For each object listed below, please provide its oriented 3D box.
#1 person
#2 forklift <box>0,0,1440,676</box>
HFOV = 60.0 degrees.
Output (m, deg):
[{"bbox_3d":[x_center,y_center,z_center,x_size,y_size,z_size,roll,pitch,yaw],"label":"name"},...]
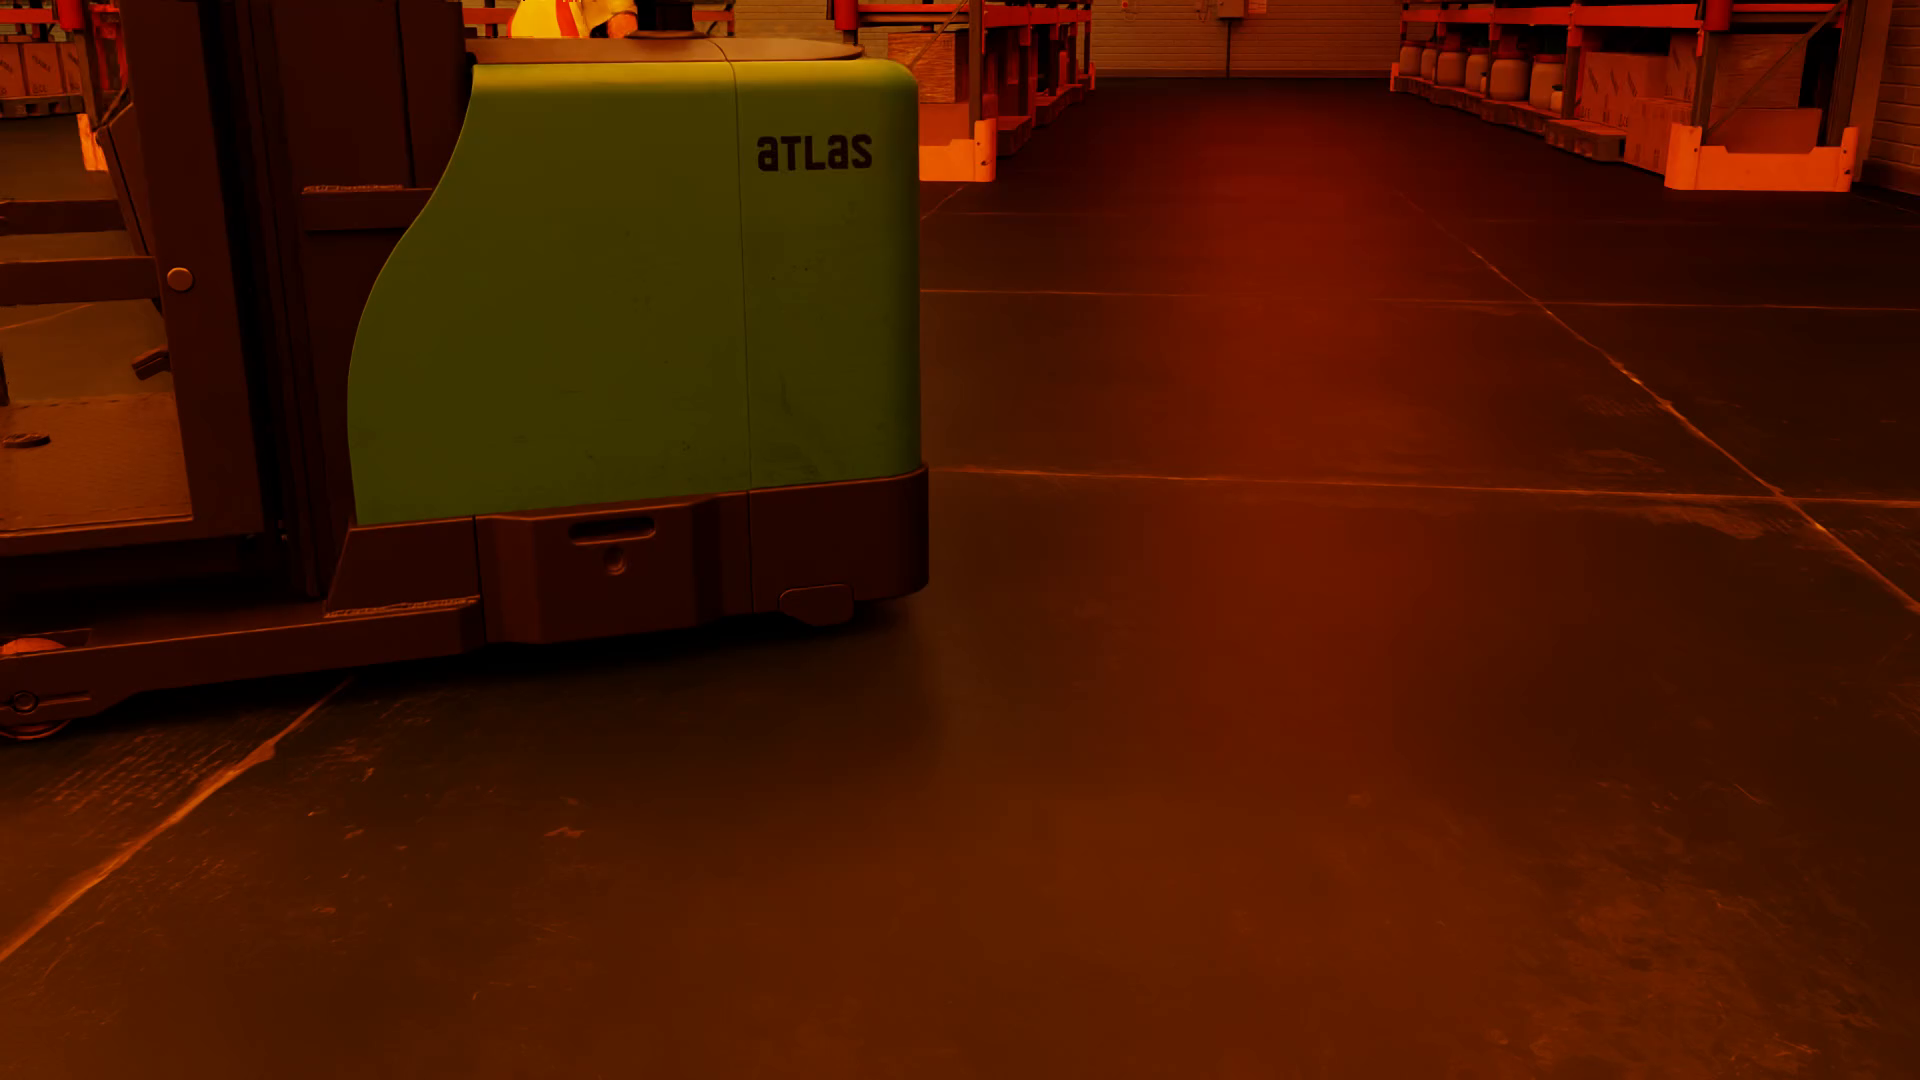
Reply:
[{"bbox_3d":[-1.455,-1.432,5.419,0.439,1.777,0.661,-14,22,-37],"label":"person"},{"bbox_3d":[-0.565,-1.329,3.167,3.031,2.935,1.130,-7,19,-21],"label":"forklift"}]
